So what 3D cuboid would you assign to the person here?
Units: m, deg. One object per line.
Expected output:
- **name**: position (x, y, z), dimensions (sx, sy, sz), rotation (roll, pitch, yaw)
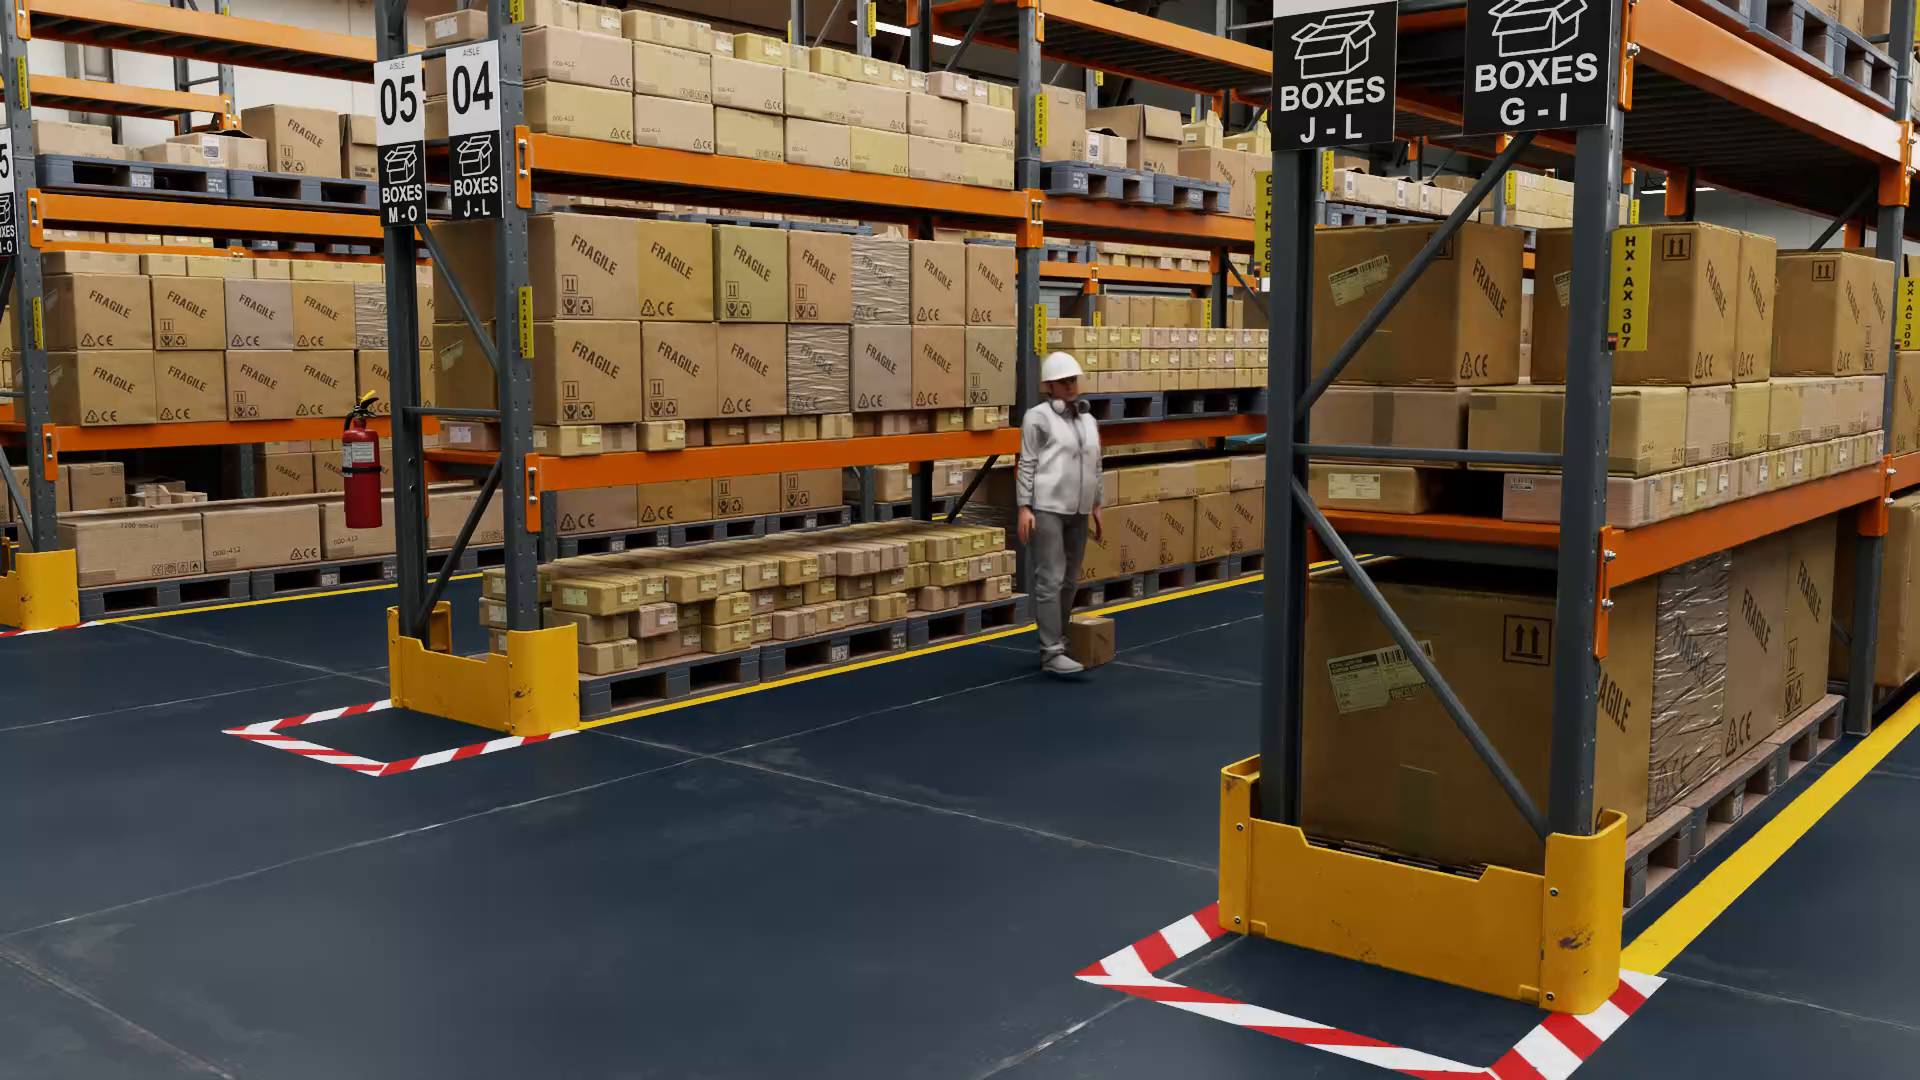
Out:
- **person**: position (0.575, -0.156, 9.248), dimensions (0.632, 1.770, 0.574), rotation (-6, 9, -42)
